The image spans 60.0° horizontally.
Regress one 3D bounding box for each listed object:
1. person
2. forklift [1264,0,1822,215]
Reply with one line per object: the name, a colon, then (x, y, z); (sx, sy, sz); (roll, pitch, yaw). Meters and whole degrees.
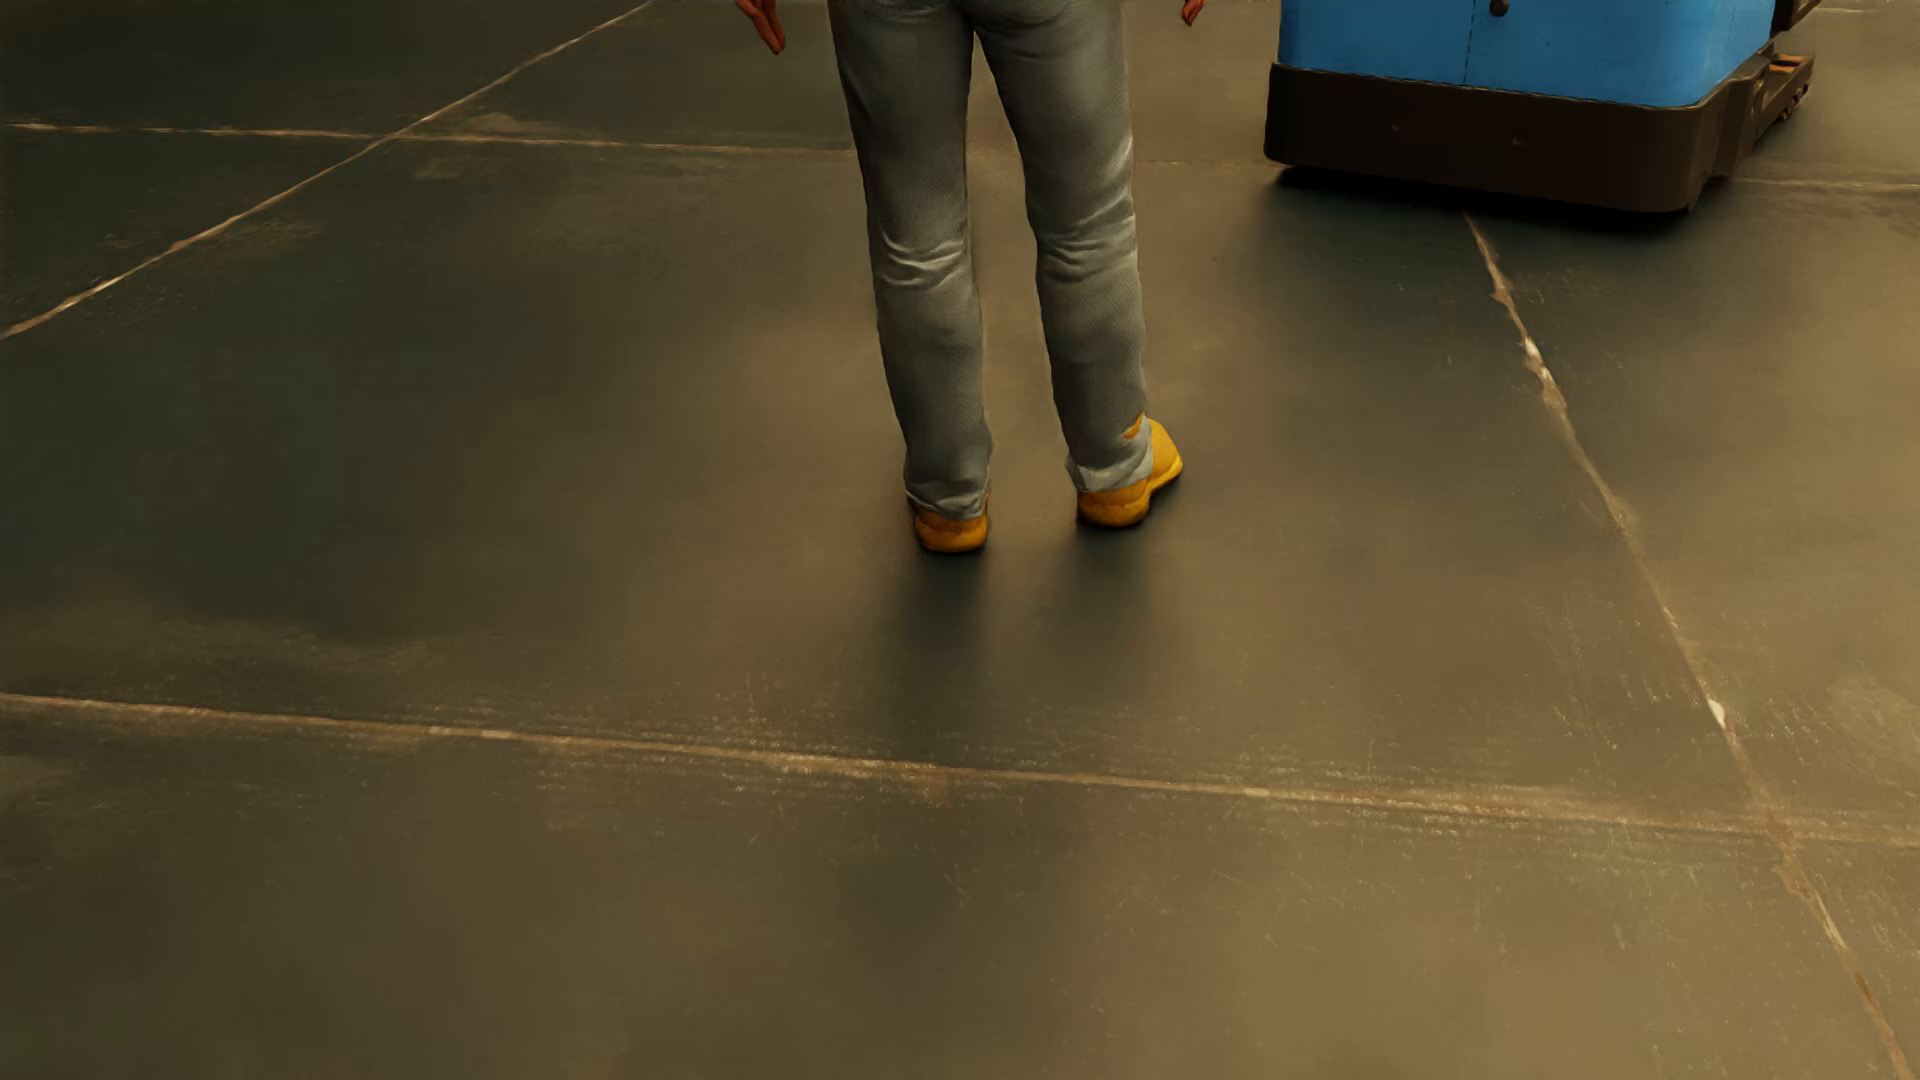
person: (0.014, -0.827, 2.164); (0.665, 1.766, 0.576); (3, 27, 7)
forklift: (2.012, -2.686, 4.601); (1.130, 2.935, 3.031); (16, 31, 29)
